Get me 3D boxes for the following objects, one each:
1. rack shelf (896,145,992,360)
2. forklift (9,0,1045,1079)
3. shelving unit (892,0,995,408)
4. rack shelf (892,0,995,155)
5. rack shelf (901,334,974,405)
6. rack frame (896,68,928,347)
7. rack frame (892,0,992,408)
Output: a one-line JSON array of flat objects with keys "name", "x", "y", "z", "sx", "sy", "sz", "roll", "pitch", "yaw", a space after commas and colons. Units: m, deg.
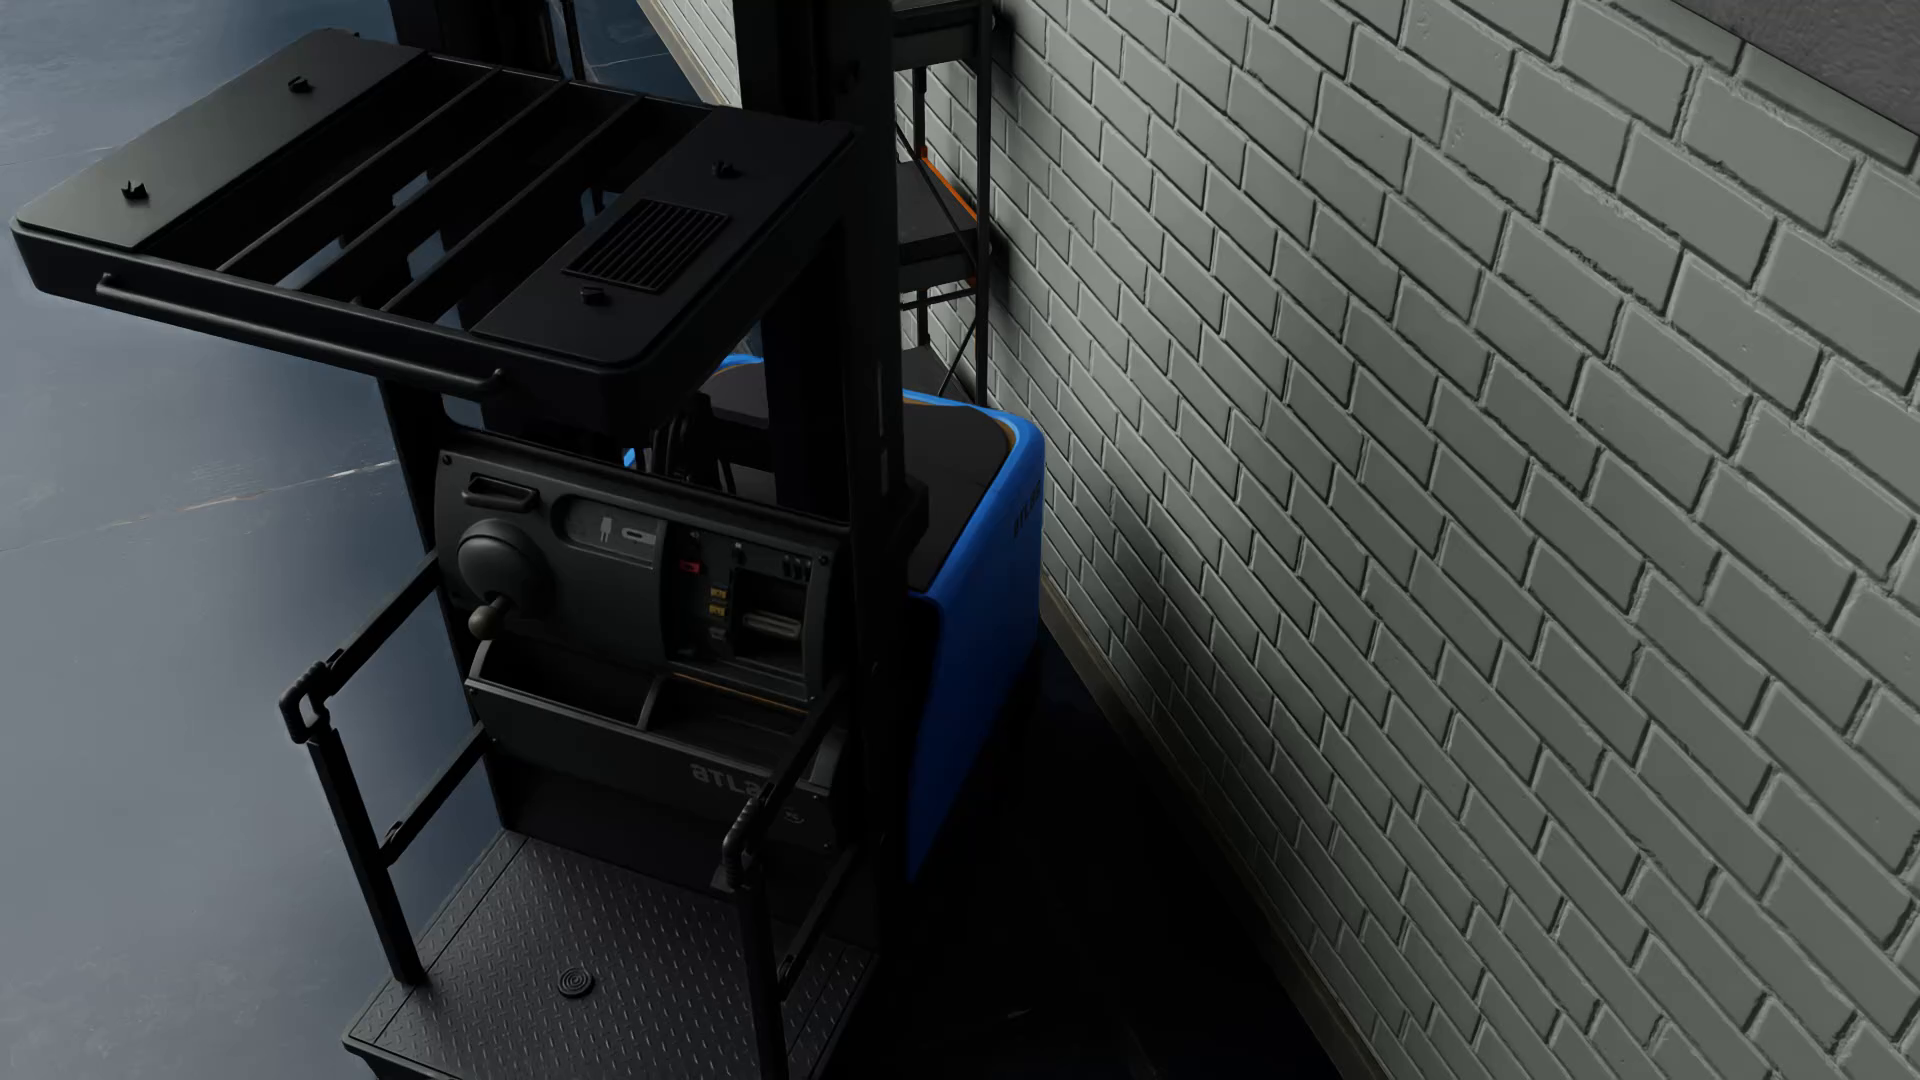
[{"name": "rack shelf", "x": -0.197, "y": -0.841, "z": 5.138, "sx": 0.431, "sy": 0.518, "sz": 0.480, "roll": -16, "pitch": 43, "yaw": -18}, {"name": "forklift", "x": -0.766, "y": 0.159, "z": 3.317, "sx": 1.130, "sy": 2.935, "sz": 3.031, "roll": 14, "pitch": 43, "yaw": 16}, {"name": "shelving unit", "x": -0.197, "y": -0.851, "z": 5.129, "sx": 0.431, "sy": 2.100, "sz": 0.503, "roll": -16, "pitch": 43, "yaw": -18}, {"name": "rack shelf", "x": -0.197, "y": -1.372, "z": 4.682, "sx": 0.431, "sy": 0.518, "sz": 0.480, "roll": -16, "pitch": 43, "yaw": -18}, {"name": "rack shelf", "x": -0.197, "y": -0.310, "z": 5.595, "sx": 0.431, "sy": 0.518, "sz": 0.480, "roll": -16, "pitch": 43, "yaw": -18}, {"name": "rack frame", "x": -0.295, "y": -0.997, "z": 5.299, "sx": 0.400, "sy": 2.100, "sz": 0.015, "roll": -16, "pitch": 43, "yaw": -18}, {"name": "rack frame", "x": -0.100, "y": -0.705, "z": 4.960, "sx": 0.400, "sy": 2.100, "sz": 0.015, "roll": -16, "pitch": 43, "yaw": -18}]
